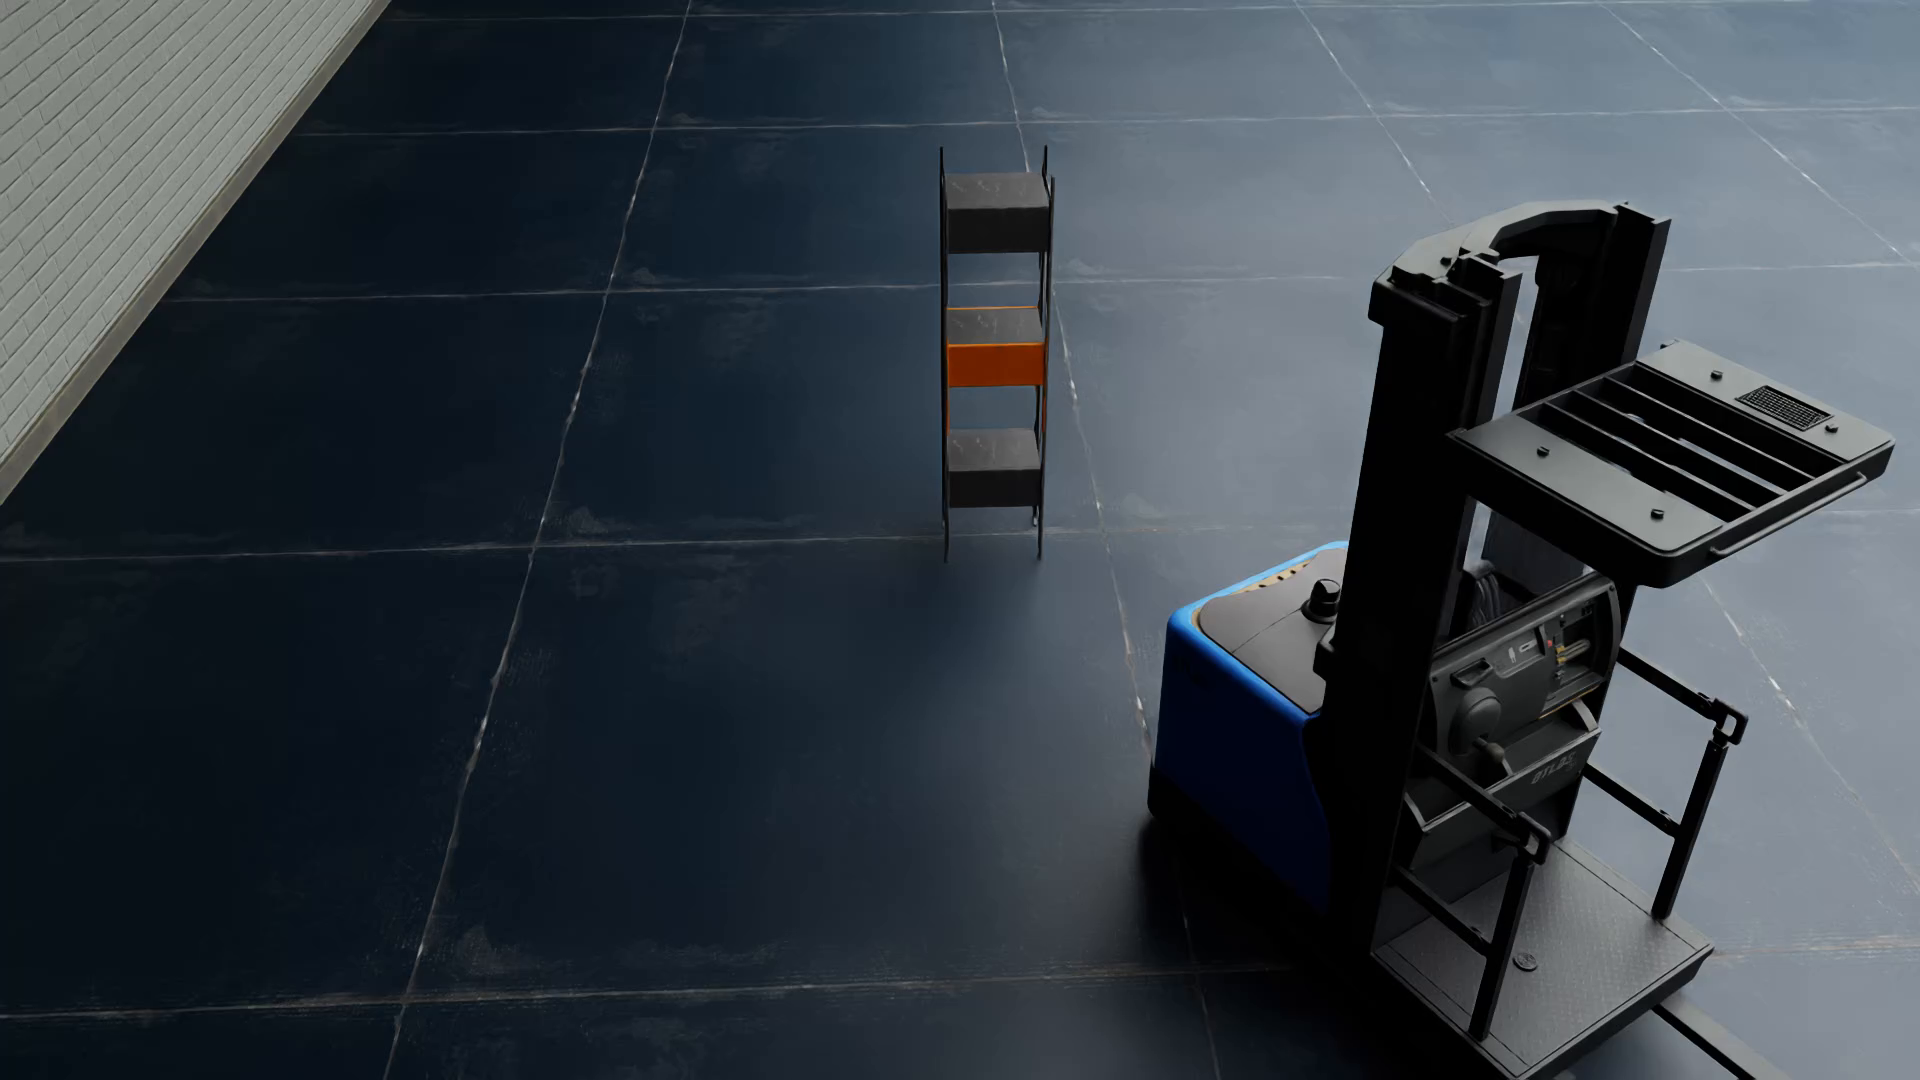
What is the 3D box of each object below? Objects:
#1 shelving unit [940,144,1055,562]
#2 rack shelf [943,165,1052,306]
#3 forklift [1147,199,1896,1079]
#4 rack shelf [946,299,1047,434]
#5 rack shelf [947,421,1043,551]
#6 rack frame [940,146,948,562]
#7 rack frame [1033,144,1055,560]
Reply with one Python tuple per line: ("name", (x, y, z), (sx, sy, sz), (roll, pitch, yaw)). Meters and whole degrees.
("shelving unit", (0.165, -0.868, 8.195), (0.503, 2.100, 0.431), (-2, 35, -2))
("rack shelf", (0.165, -1.432, 7.805), (0.480, 0.518, 0.431), (-2, 35, -2))
("forklift", (2.034, 0.506, 5.479), (1.130, 2.935, 3.031), (-21, 40, -27))
("rack shelf", (0.165, -0.857, 8.203), (0.480, 0.518, 0.431), (-2, 35, -2))
("rack shelf", (0.165, -0.281, 8.601), (0.480, 0.518, 0.431), (-2, 35, -2))
("rack frame", (-0.078, -0.861, 8.186), (0.015, 2.100, 0.400), (-2, 35, -2))
("rack frame", (0.409, -0.874, 8.205), (0.015, 2.100, 0.400), (-2, 35, -2))
